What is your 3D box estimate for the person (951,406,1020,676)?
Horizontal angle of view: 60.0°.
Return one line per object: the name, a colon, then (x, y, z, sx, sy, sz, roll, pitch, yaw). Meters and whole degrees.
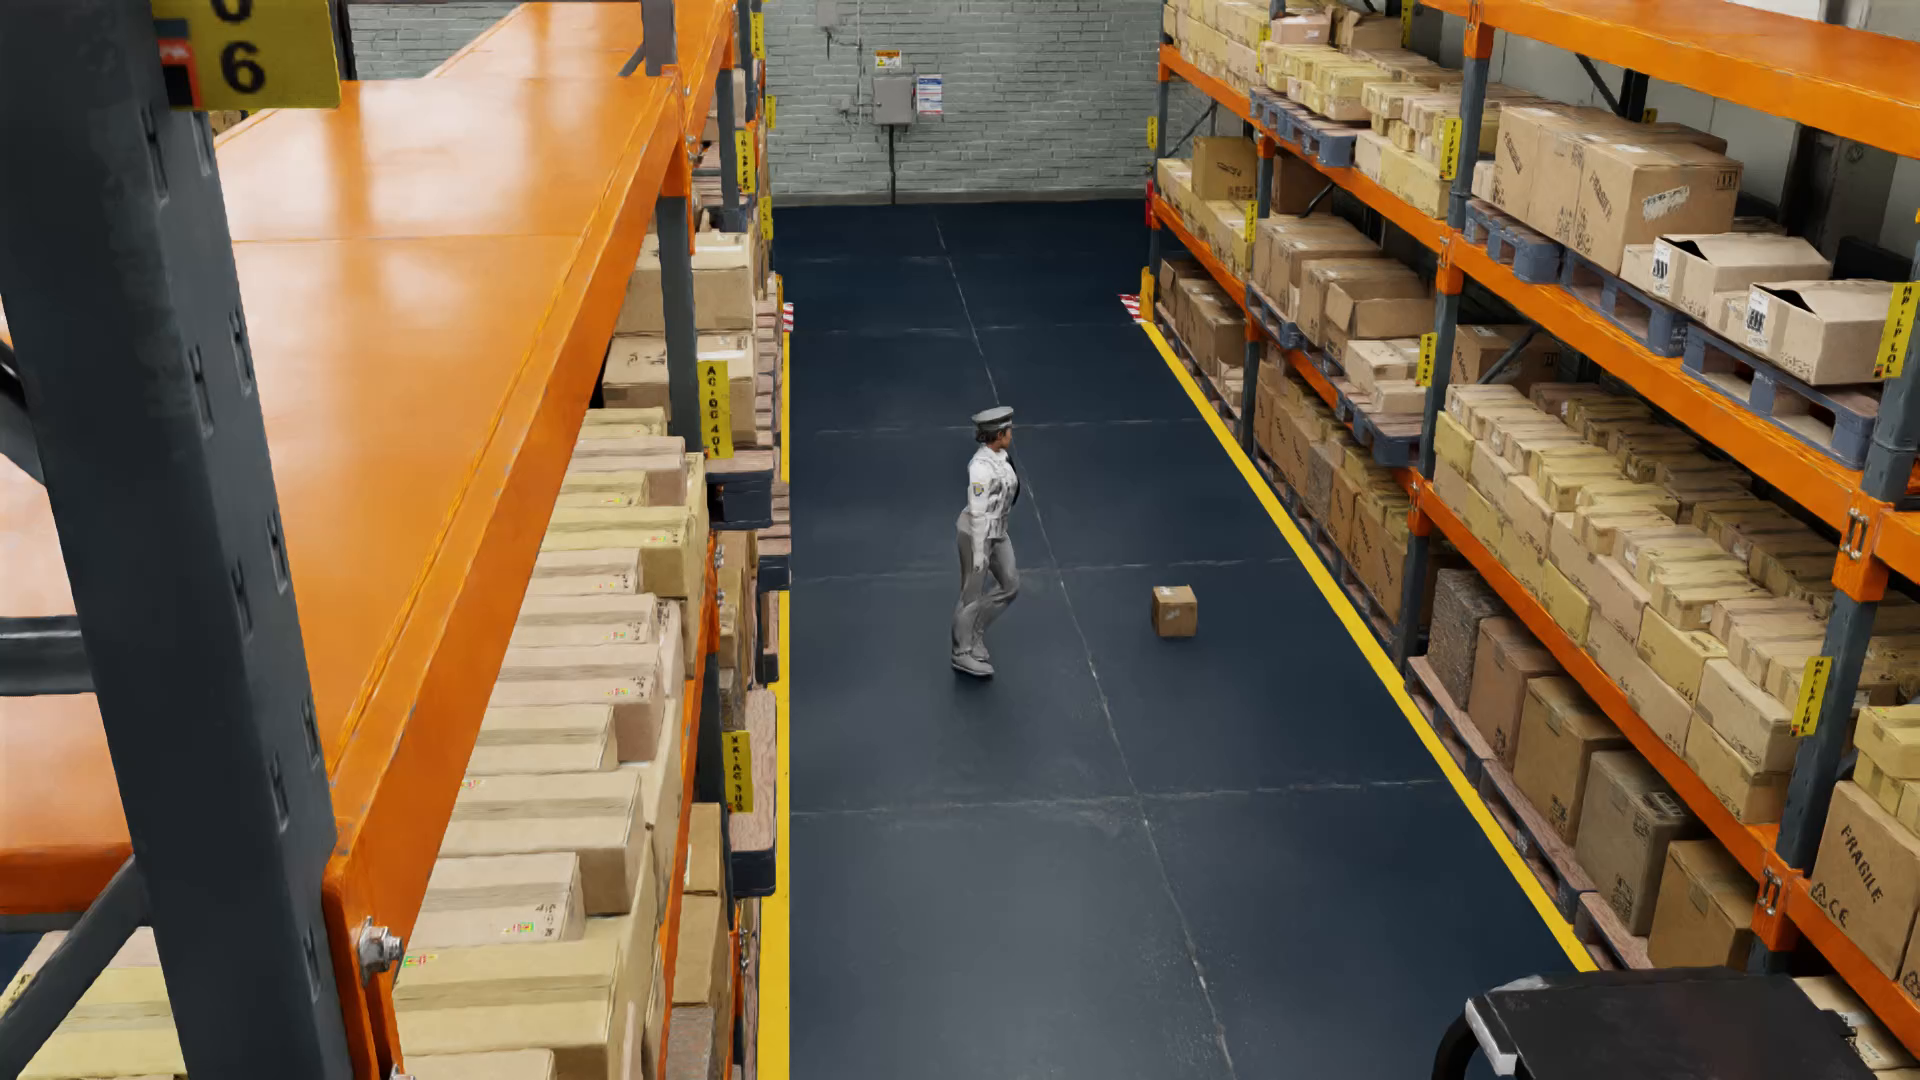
person: (0.170, -0.014, 10.333, 0.390, 1.639, 0.605, 9, 25, 19)
